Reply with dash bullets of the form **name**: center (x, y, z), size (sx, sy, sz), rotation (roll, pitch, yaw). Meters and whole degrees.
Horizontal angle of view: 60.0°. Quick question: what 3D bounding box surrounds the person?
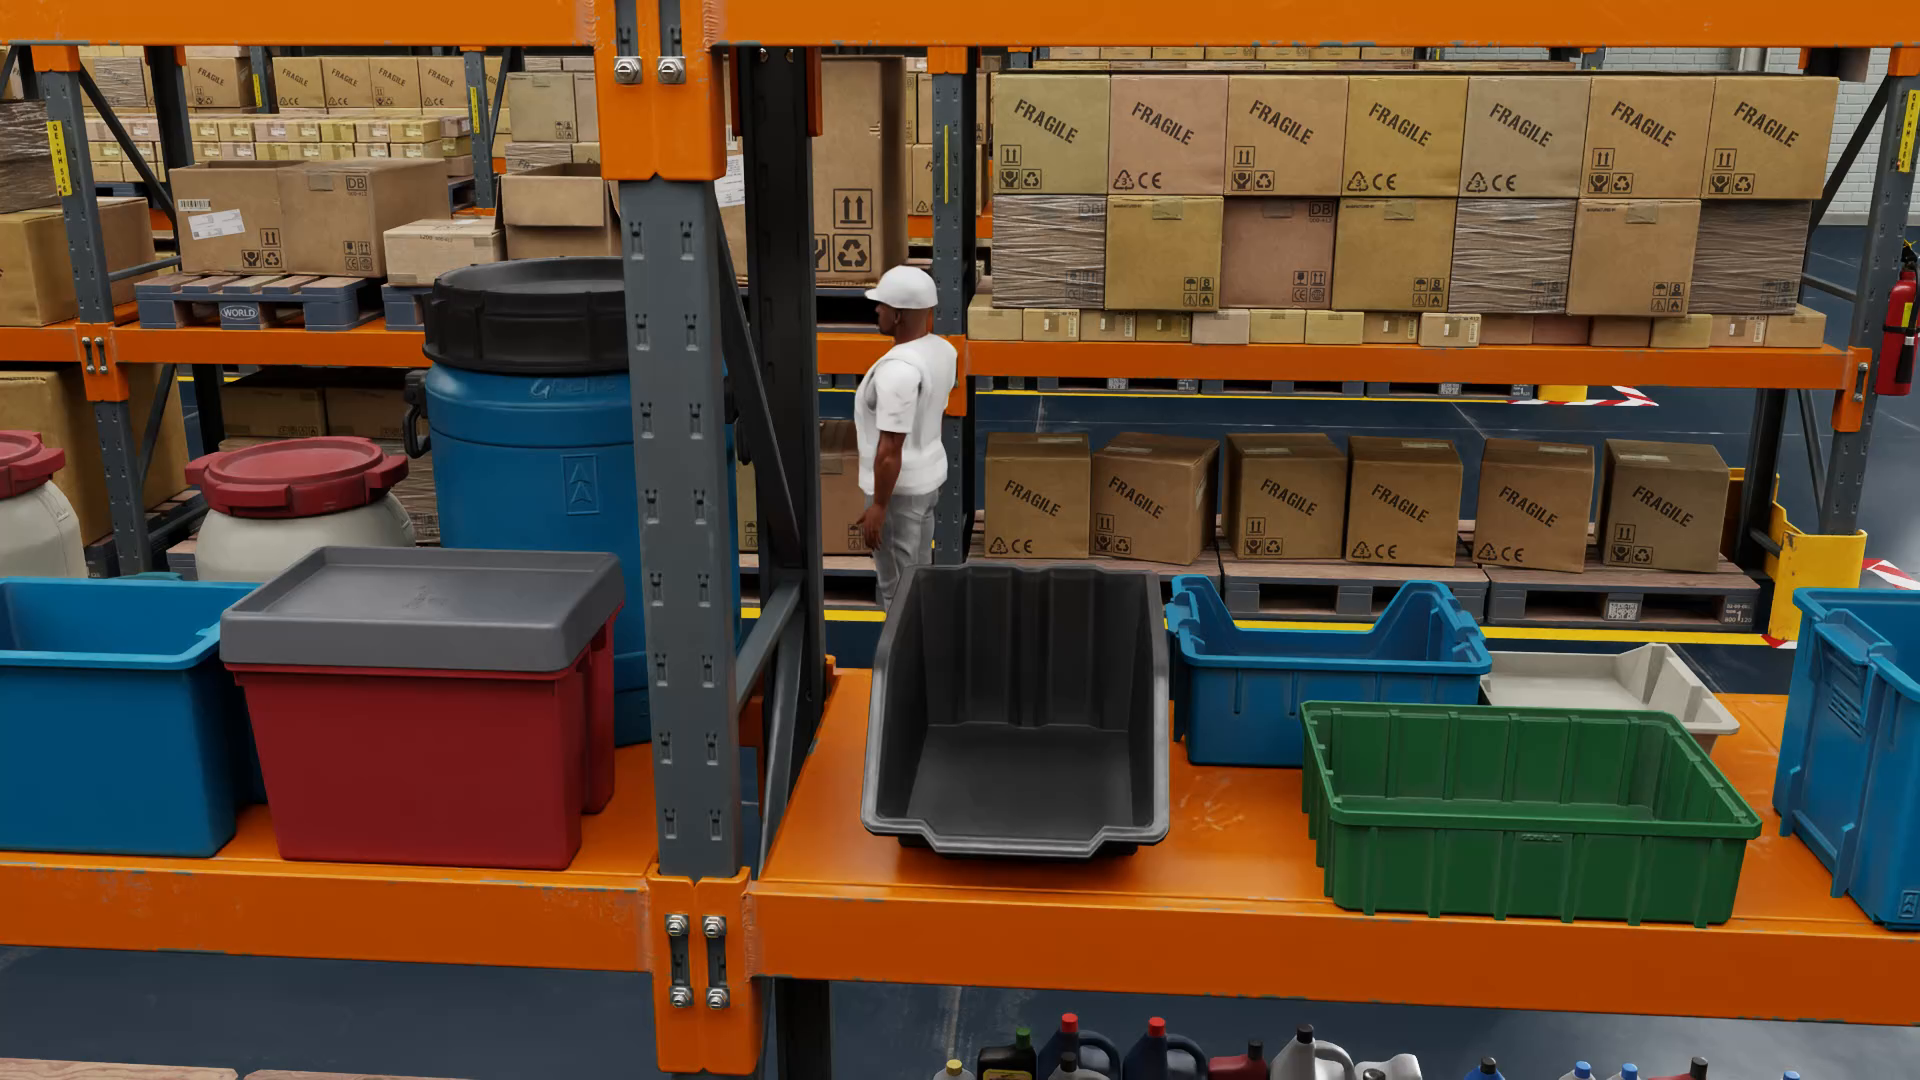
- **person**: center (-0.237, -0.200, 6.646), size (0.370, 1.788, 0.583), rotation (5, 18, 16)
